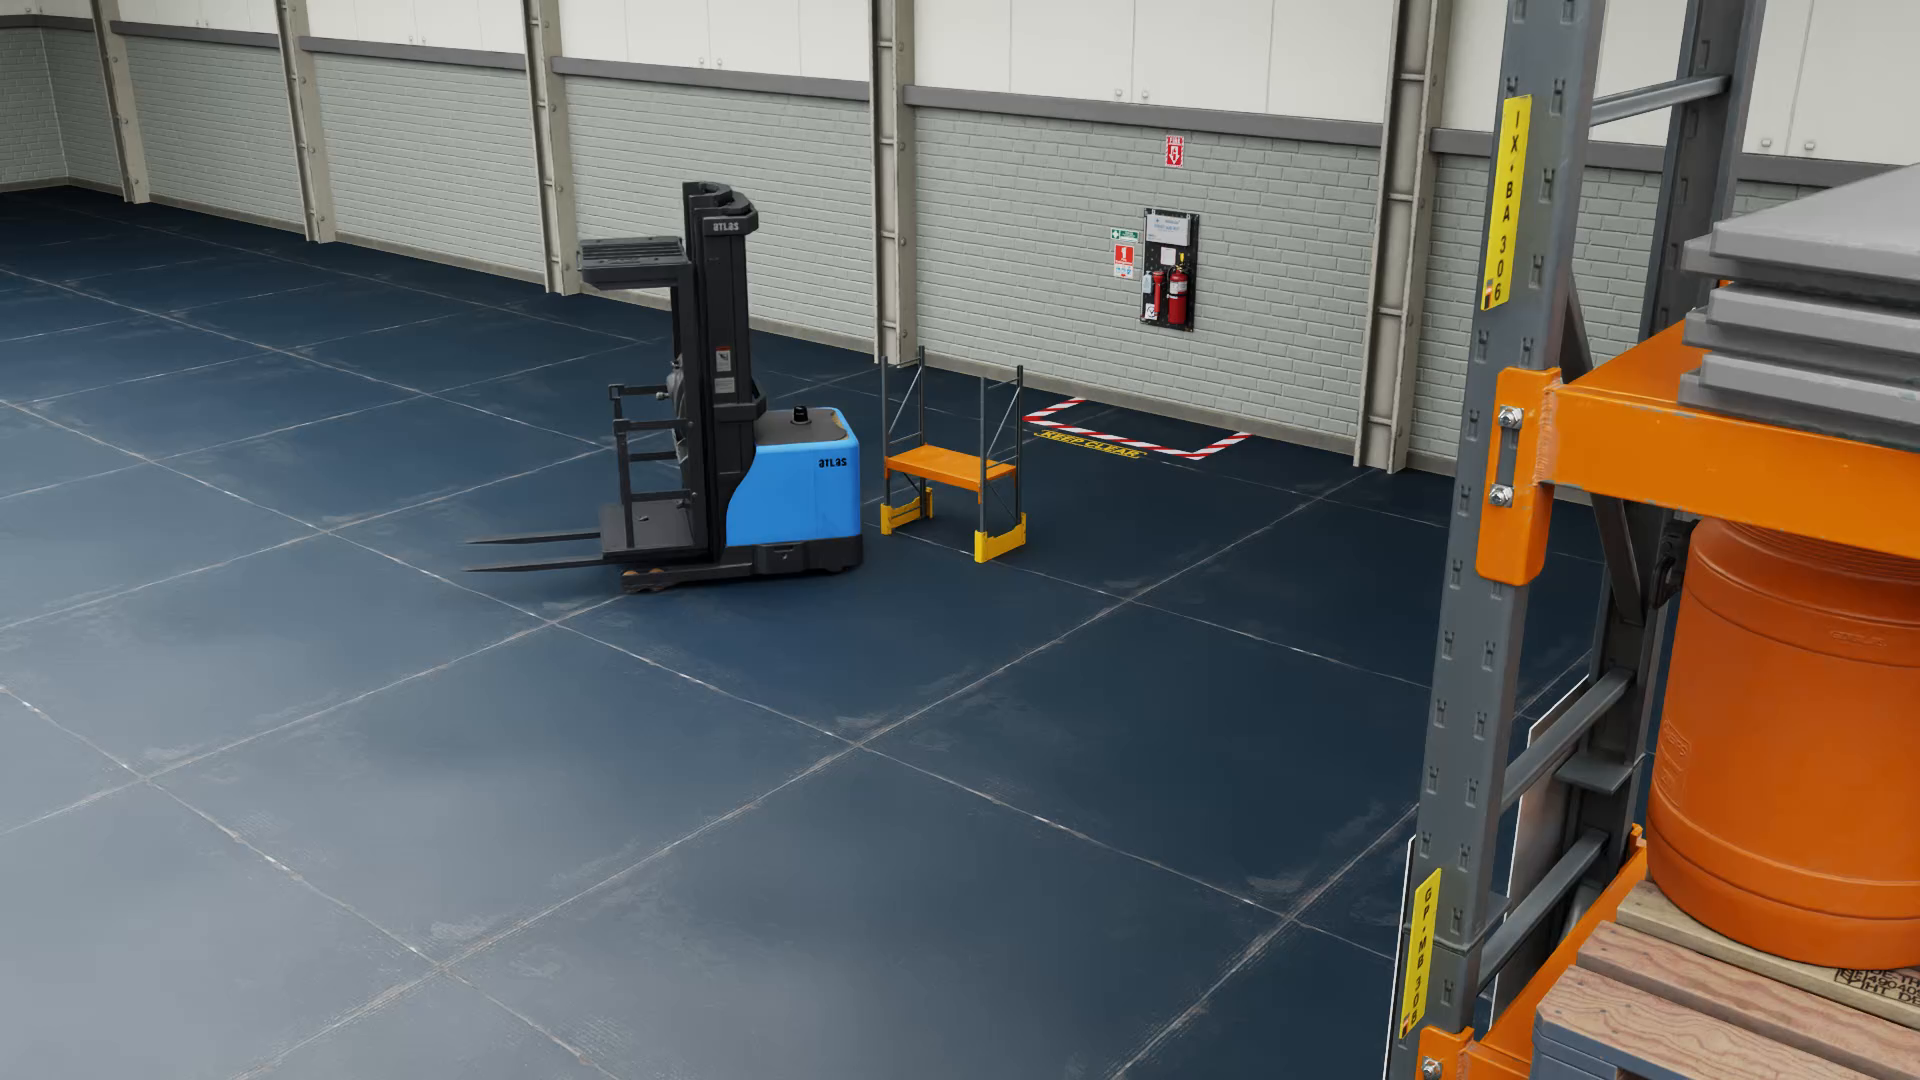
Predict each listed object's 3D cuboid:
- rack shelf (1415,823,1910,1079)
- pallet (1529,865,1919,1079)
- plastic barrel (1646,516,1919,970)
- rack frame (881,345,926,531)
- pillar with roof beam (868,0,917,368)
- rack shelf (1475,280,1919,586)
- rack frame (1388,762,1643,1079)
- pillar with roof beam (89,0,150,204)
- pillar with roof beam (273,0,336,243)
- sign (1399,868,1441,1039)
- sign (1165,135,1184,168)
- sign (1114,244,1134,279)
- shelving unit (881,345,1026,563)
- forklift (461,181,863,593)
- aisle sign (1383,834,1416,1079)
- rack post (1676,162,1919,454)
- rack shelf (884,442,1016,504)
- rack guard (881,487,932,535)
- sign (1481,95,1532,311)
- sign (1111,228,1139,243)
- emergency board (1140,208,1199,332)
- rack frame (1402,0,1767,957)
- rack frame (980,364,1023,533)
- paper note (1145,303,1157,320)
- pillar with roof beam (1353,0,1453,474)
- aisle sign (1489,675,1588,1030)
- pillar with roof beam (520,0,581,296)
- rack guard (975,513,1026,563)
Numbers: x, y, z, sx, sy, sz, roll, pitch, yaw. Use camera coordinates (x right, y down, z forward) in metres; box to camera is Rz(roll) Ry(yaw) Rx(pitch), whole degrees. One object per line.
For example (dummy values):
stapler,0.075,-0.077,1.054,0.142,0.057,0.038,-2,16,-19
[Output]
rack shelf,2.759,1.411,2.445,4.000,0.370,1.077,16,26,36
pallet,1.789,0.927,2.974,1.213,0.211,1.003,16,26,36
plastic barrel,1.667,0.304,3.156,0.708,0.830,0.600,16,26,36
rack frame,-0.460,-0.834,13.755,0.032,1.500,0.500,16,26,36
pillar with roof beam,-3.456,-5.065,14.345,0.400,9.000,9.100,16,26,36
rack shelf,2.759,0.194,1.986,4.000,0.370,1.077,16,26,36
rack frame,1.210,2.031,4.030,0.127,3.000,1.000,16,26,36
pillar with roof beam,-17.401,-9.081,24.994,0.400,9.000,9.100,16,26,36
pillar with roof beam,-12.752,-7.742,21.445,0.400,9.000,9.100,16,26,36
sign,0.859,0.773,3.103,0.005,0.325,0.100,16,26,36
sign,2.081,-3.771,16.132,0.199,0.298,0.001,16,26,36
sign,1.661,-2.826,16.860,0.234,0.329,0.001,16,26,36
shelving unit,-0.059,-0.719,13.449,1.083,1.500,0.587,16,26,36
forklift,-2.330,-1.173,12.624,3.031,2.935,1.130,-5,21,-12
aisle sign,0.969,0.879,3.402,0.004,0.787,0.394,16,26,36
rack post,1.715,-0.338,2.521,0.937,0.300,0.954,-19,28,-41
rack shelf,-0.066,-0.552,13.517,1.000,0.185,0.538,16,26,36
rack guard,-0.445,-0.245,13.964,0.087,0.250,0.587,16,26,36
sign,0.859,-0.529,2.613,0.005,0.325,0.100,16,26,36
sign,1.659,-3.070,16.757,0.331,0.109,0.001,16,26,36
emergency board,2.024,-2.658,16.464,0.643,1.169,0.194,16,26,36
rack frame,1.210,-0.776,2.972,0.127,3.000,1.000,16,26,36
rack frame,0.328,-0.607,13.153,0.032,1.500,0.500,16,26,36
paper note,1.931,-2.304,16.775,0.142,0.148,0.016,16,26,36
pillar with roof beam,1.193,-3.726,10.795,0.400,9.000,9.100,16,26,36
aisle sign,1.342,0.718,3.830,0.004,0.787,0.394,16,26,36
pillar with roof beam,-8.104,-6.403,17.895,0.400,9.000,9.100,16,26,36
rack guard,0.327,-0.023,13.375,0.087,0.250,0.587,16,26,36
